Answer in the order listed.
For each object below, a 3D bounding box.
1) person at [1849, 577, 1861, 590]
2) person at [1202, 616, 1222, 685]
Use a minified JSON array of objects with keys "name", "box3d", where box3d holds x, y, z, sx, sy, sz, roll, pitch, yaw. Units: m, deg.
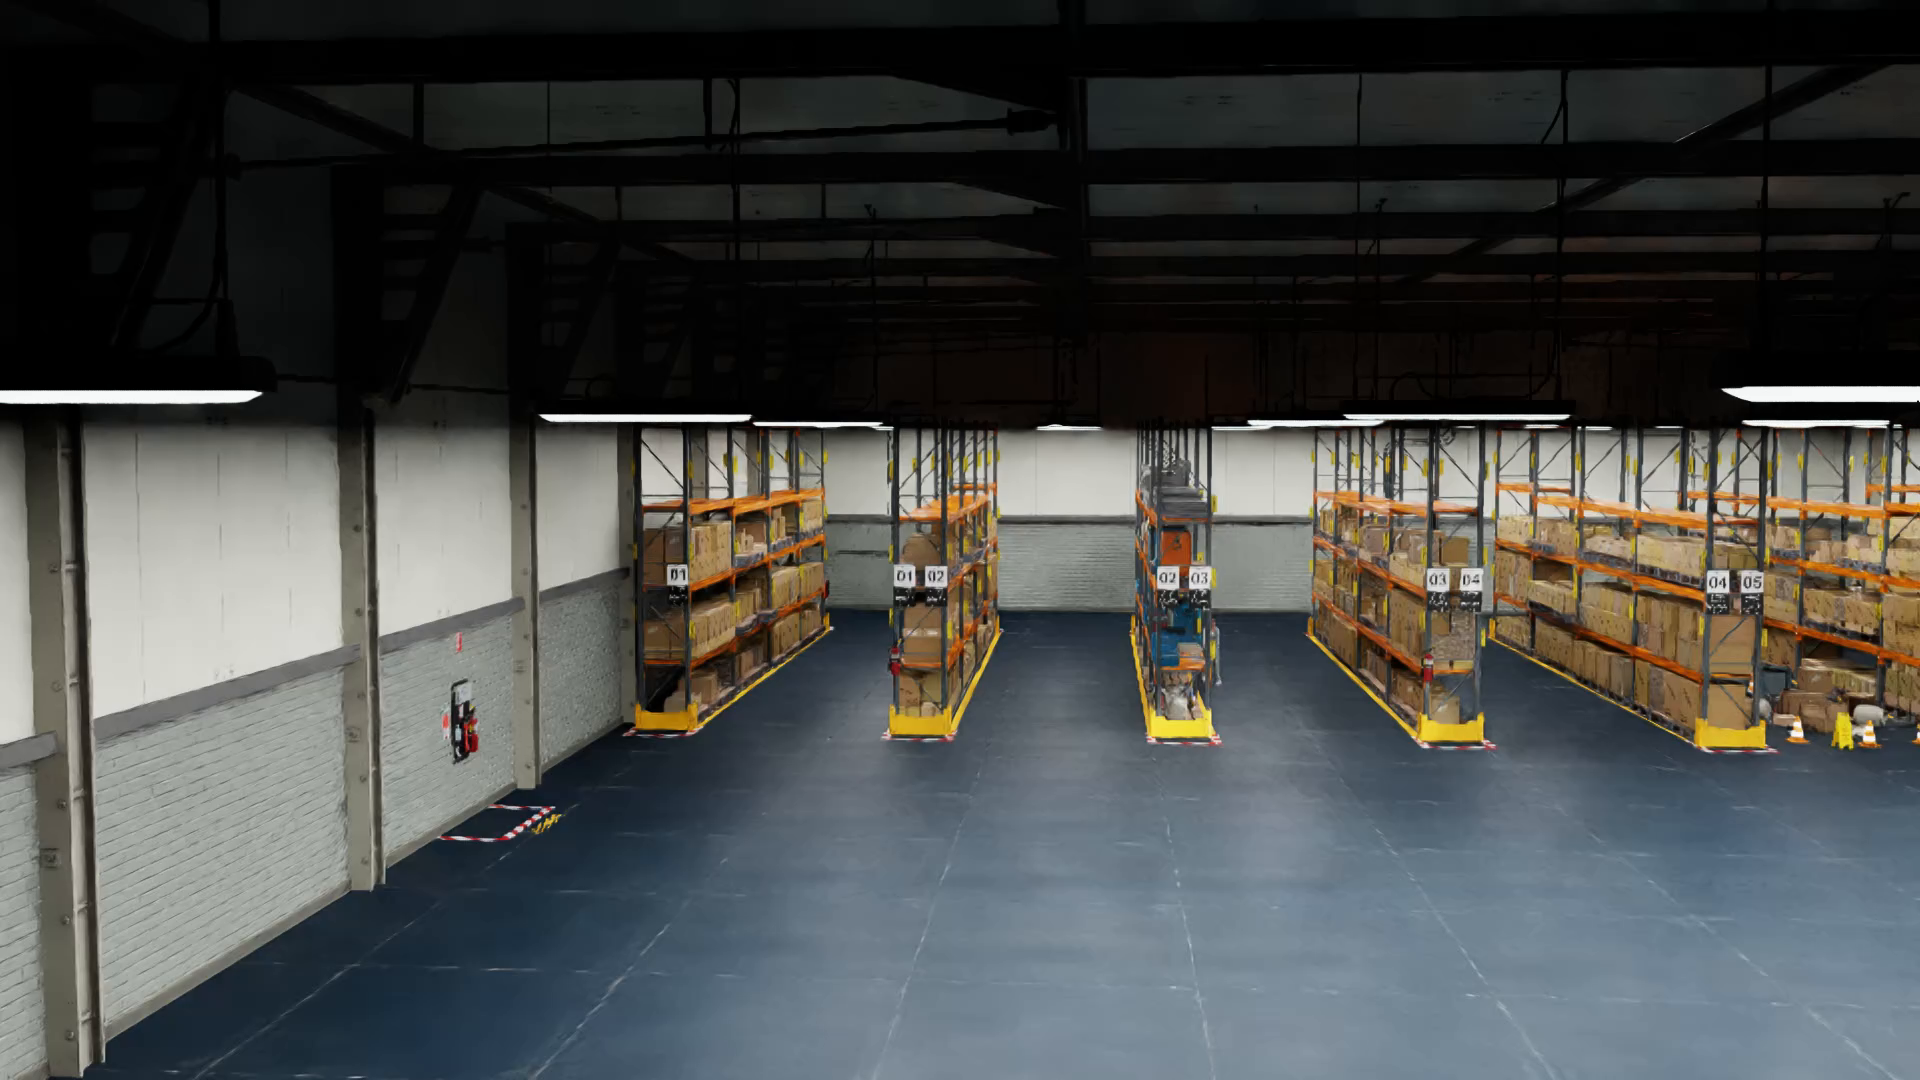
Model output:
[{"name":"person","box3d":[25.184,1.865,46.572,0.525,1.653,0.704,-1,4,-19]},{"name":"person","box3d":[5.685,2.483,37.674,0.412,1.533,0.955,0,4,-4]}]
